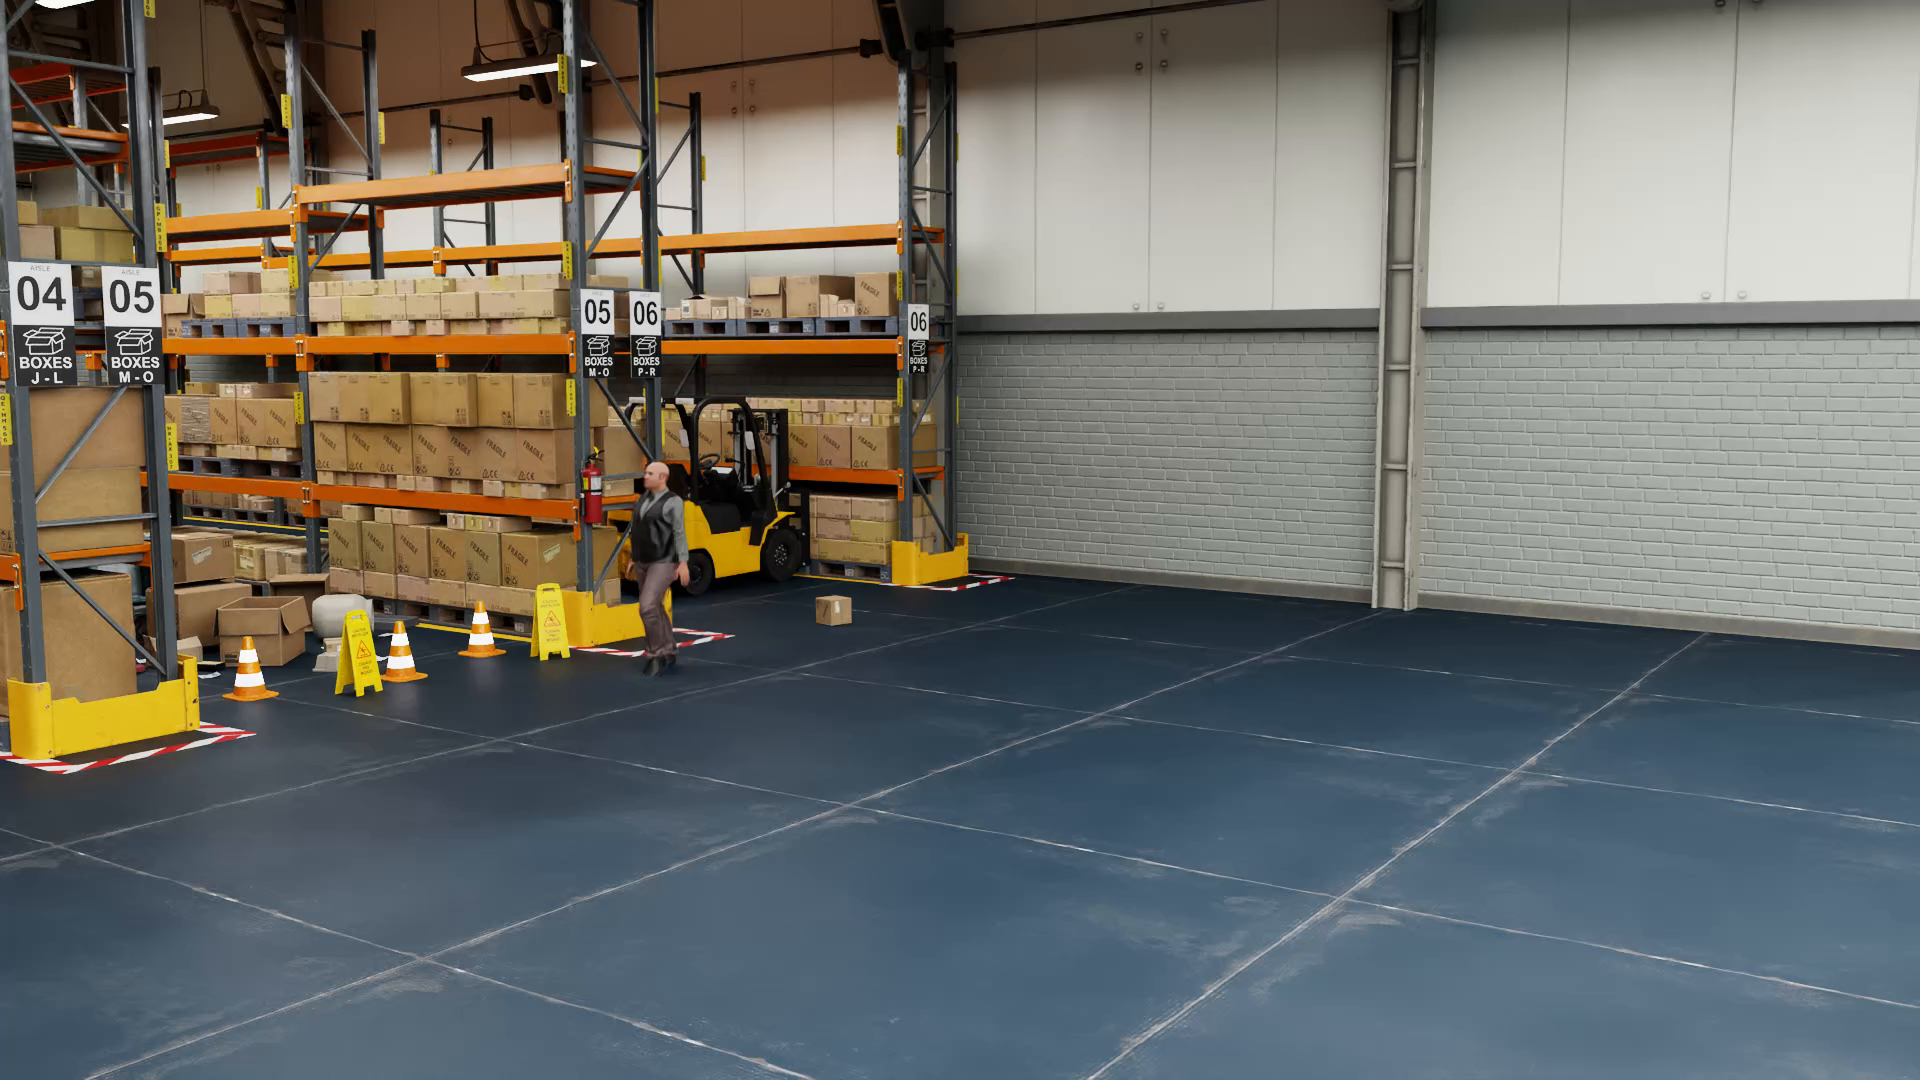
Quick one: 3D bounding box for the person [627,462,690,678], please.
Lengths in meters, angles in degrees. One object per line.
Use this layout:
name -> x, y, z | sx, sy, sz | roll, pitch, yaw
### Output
person -> -2.525, 0.247, 13.723 | 0.569, 1.784, 0.539 | 5, 8, 41
